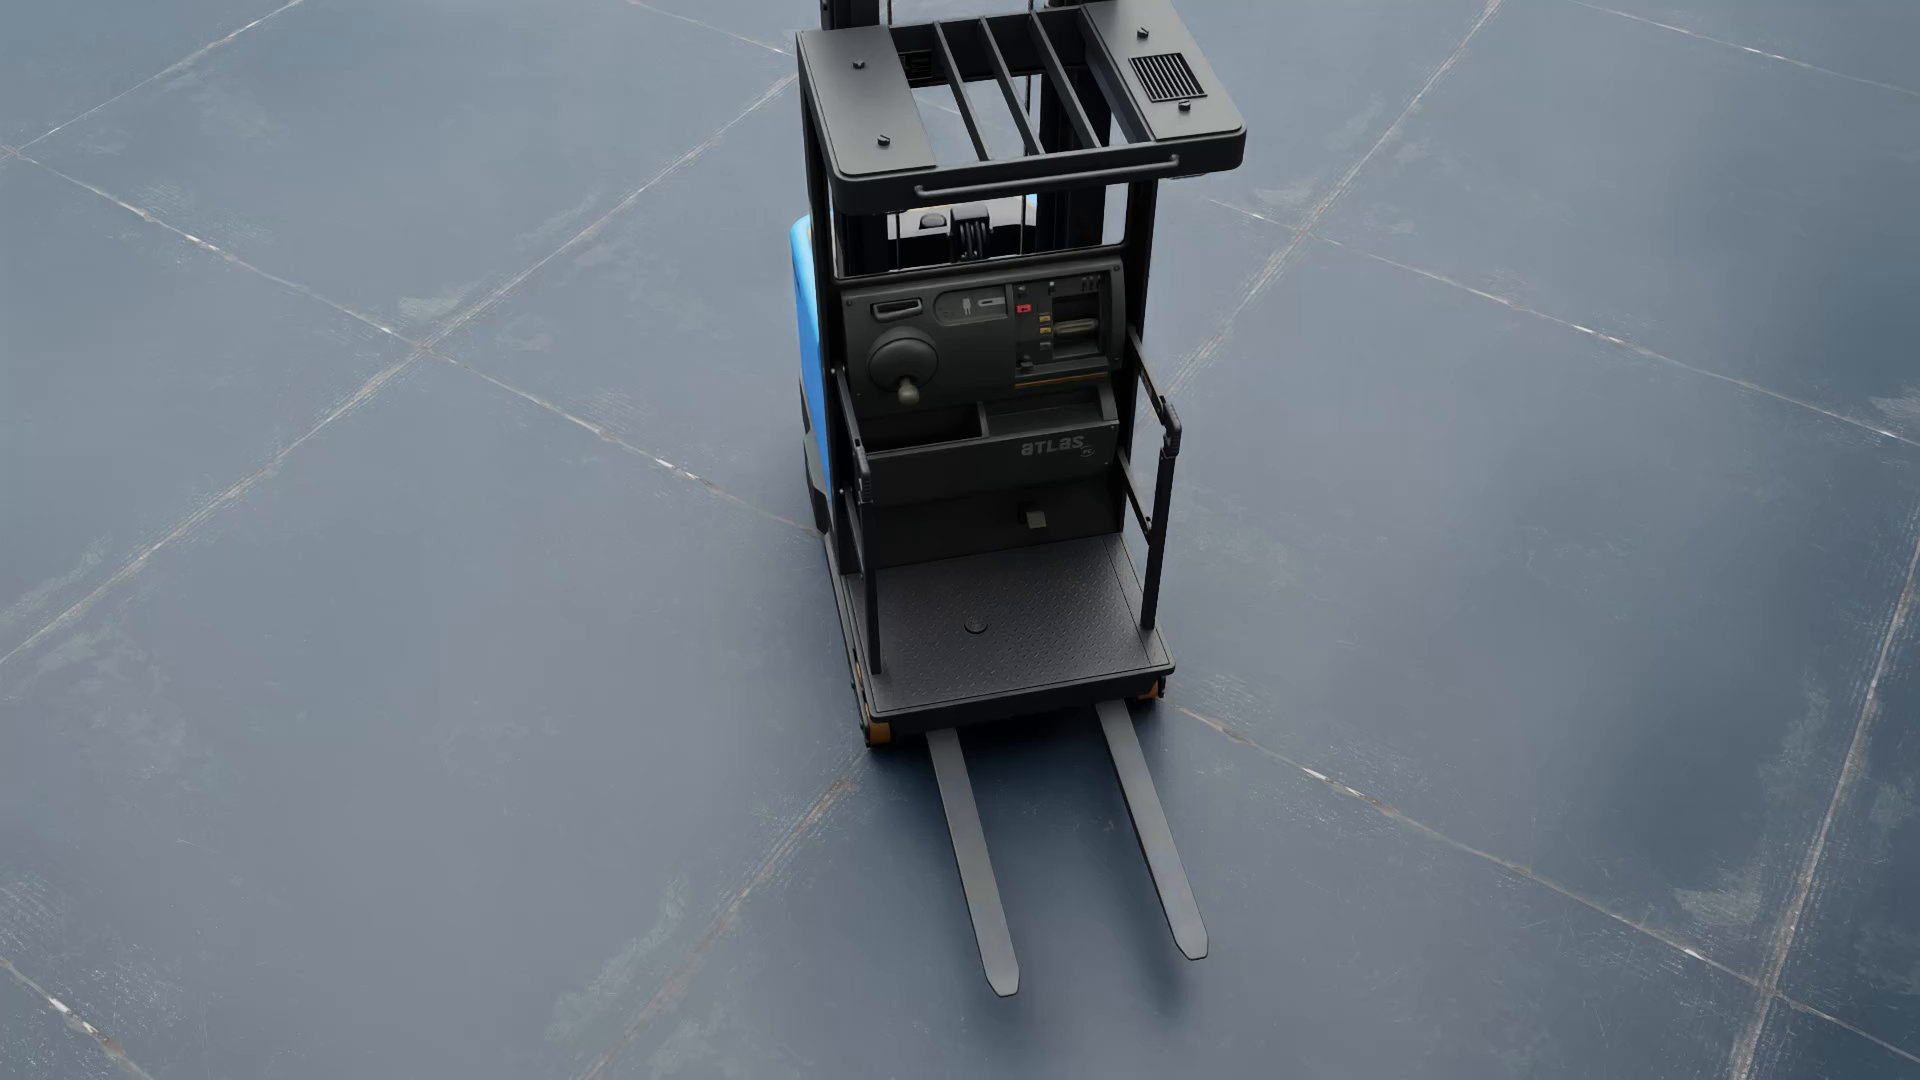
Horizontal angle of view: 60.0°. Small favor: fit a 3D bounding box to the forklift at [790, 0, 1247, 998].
[{"bbox_3d":[0.130,-0.580,5.270,1.130,2.935,3.031,-9,46,-8],"label":"forklift"}]
